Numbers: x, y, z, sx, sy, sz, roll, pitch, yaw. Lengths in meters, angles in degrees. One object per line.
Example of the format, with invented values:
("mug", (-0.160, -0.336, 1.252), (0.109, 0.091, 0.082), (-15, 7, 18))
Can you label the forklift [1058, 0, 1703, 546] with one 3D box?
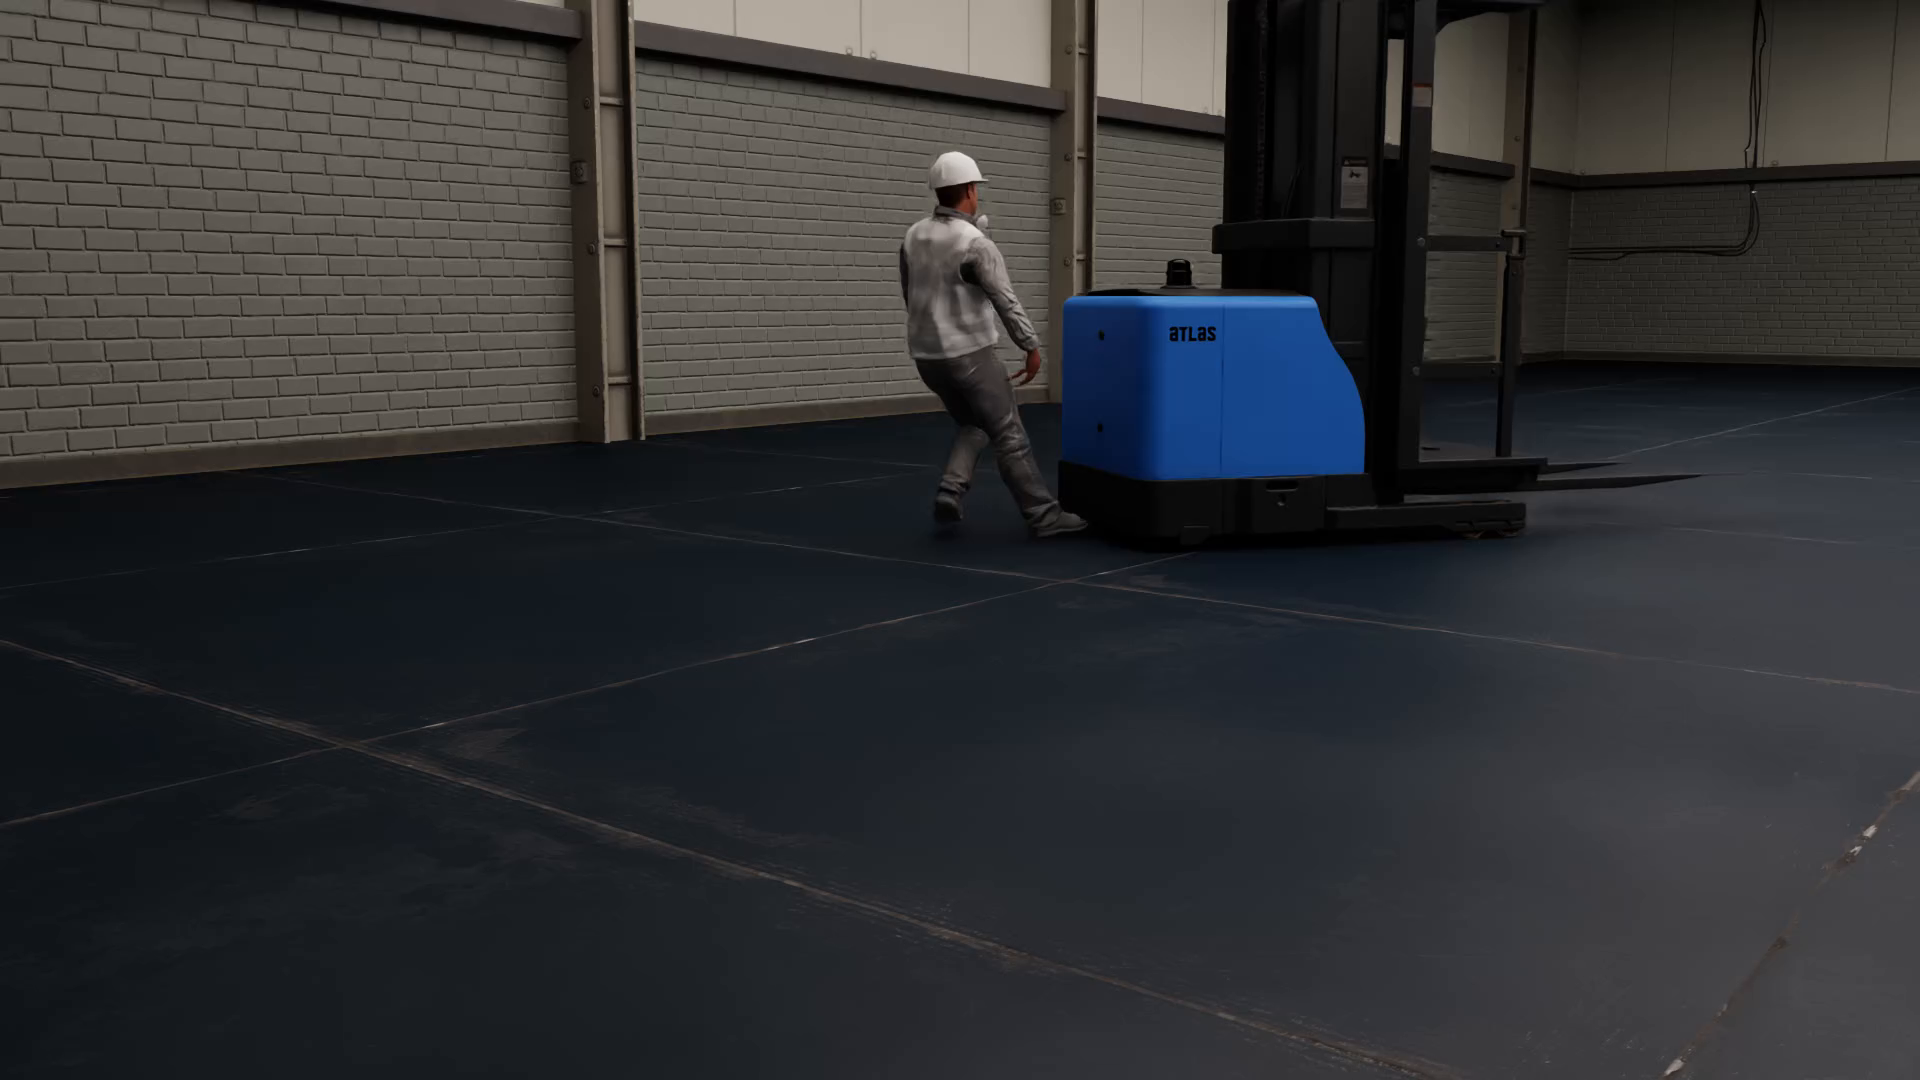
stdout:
("forklift", (2.039, -1.524, 7.698), (3.031, 2.935, 1.130), (-3, 9, -17))

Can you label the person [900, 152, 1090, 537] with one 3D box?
("person", (0.133, -0.879, 7.558), (0.710, 1.711, 0.697), (-6, 11, -38))
